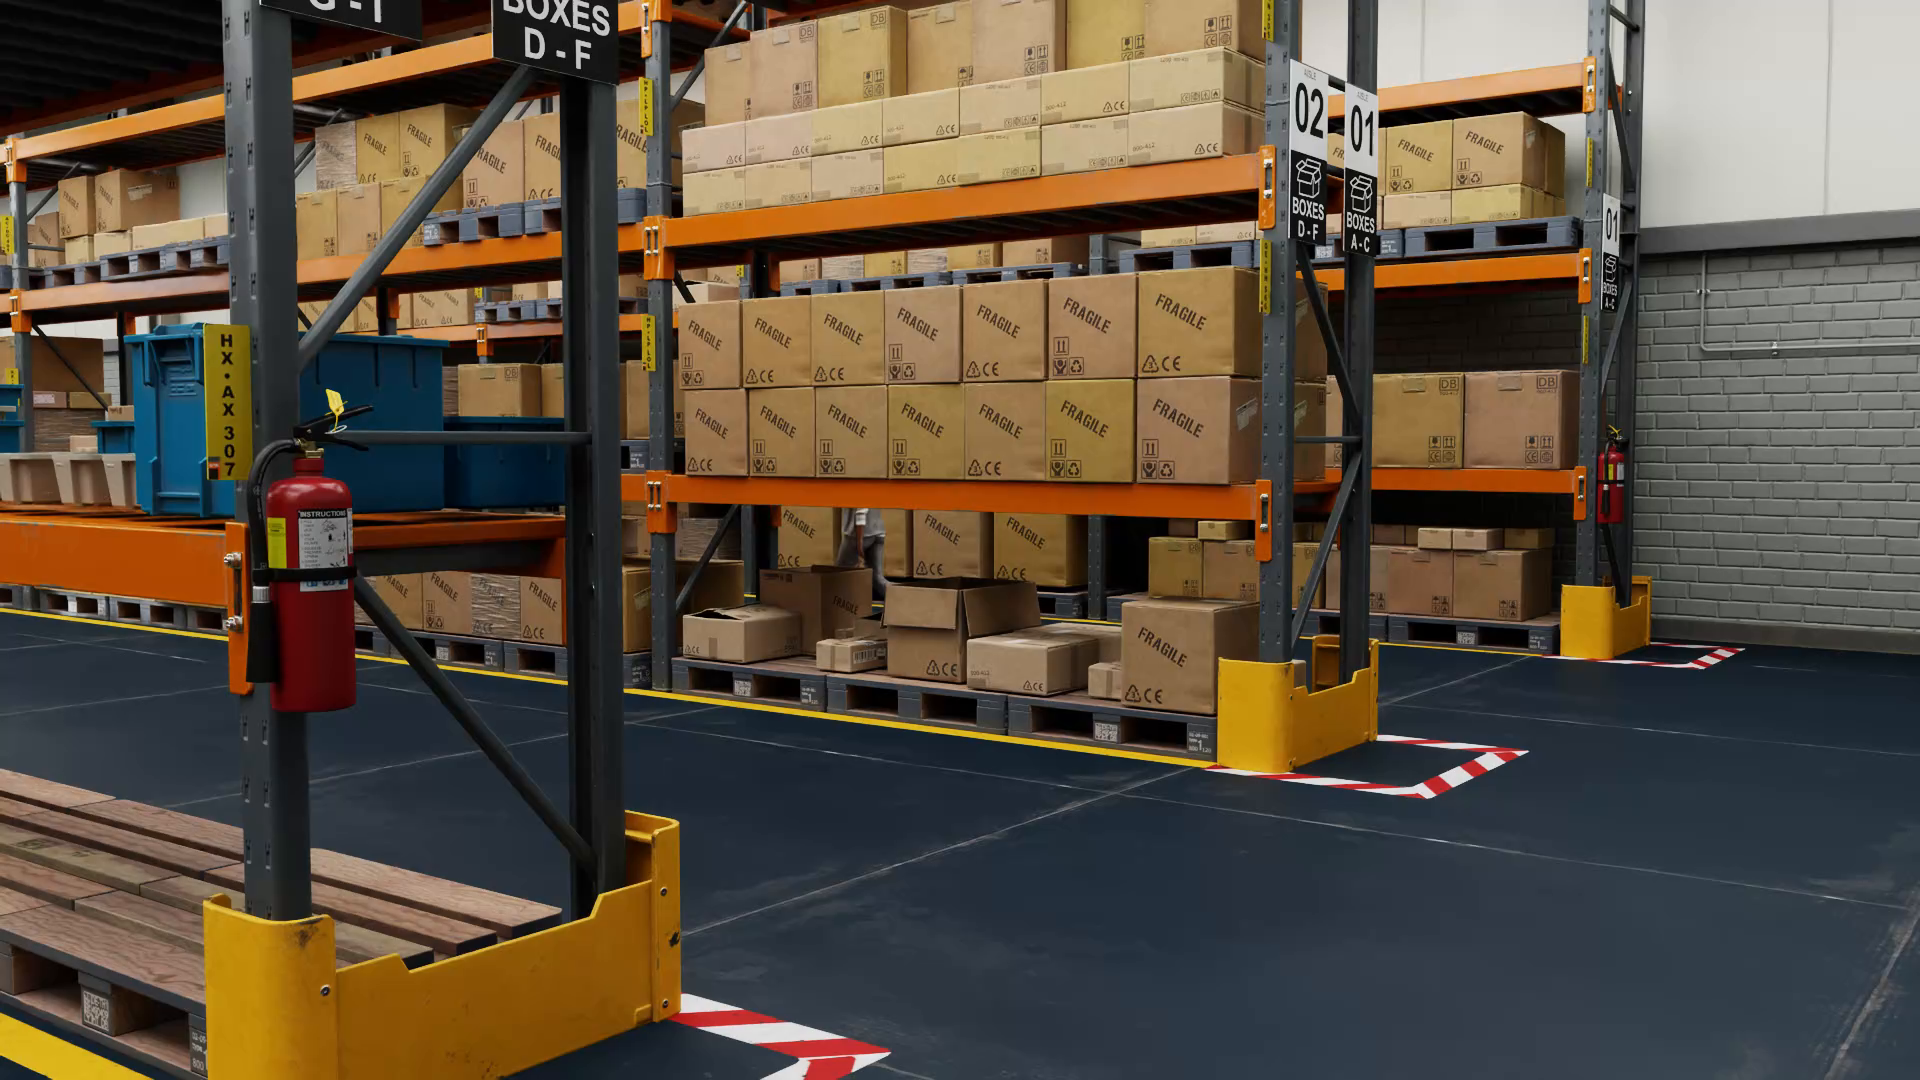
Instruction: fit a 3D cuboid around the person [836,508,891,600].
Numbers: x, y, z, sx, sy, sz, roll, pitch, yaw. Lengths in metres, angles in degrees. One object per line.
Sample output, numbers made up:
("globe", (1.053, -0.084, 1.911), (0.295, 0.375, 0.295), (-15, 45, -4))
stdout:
("person", (-0.760, -0.040, 12.560), (0.838, 1.556, 0.427), (2, 4, 29))
